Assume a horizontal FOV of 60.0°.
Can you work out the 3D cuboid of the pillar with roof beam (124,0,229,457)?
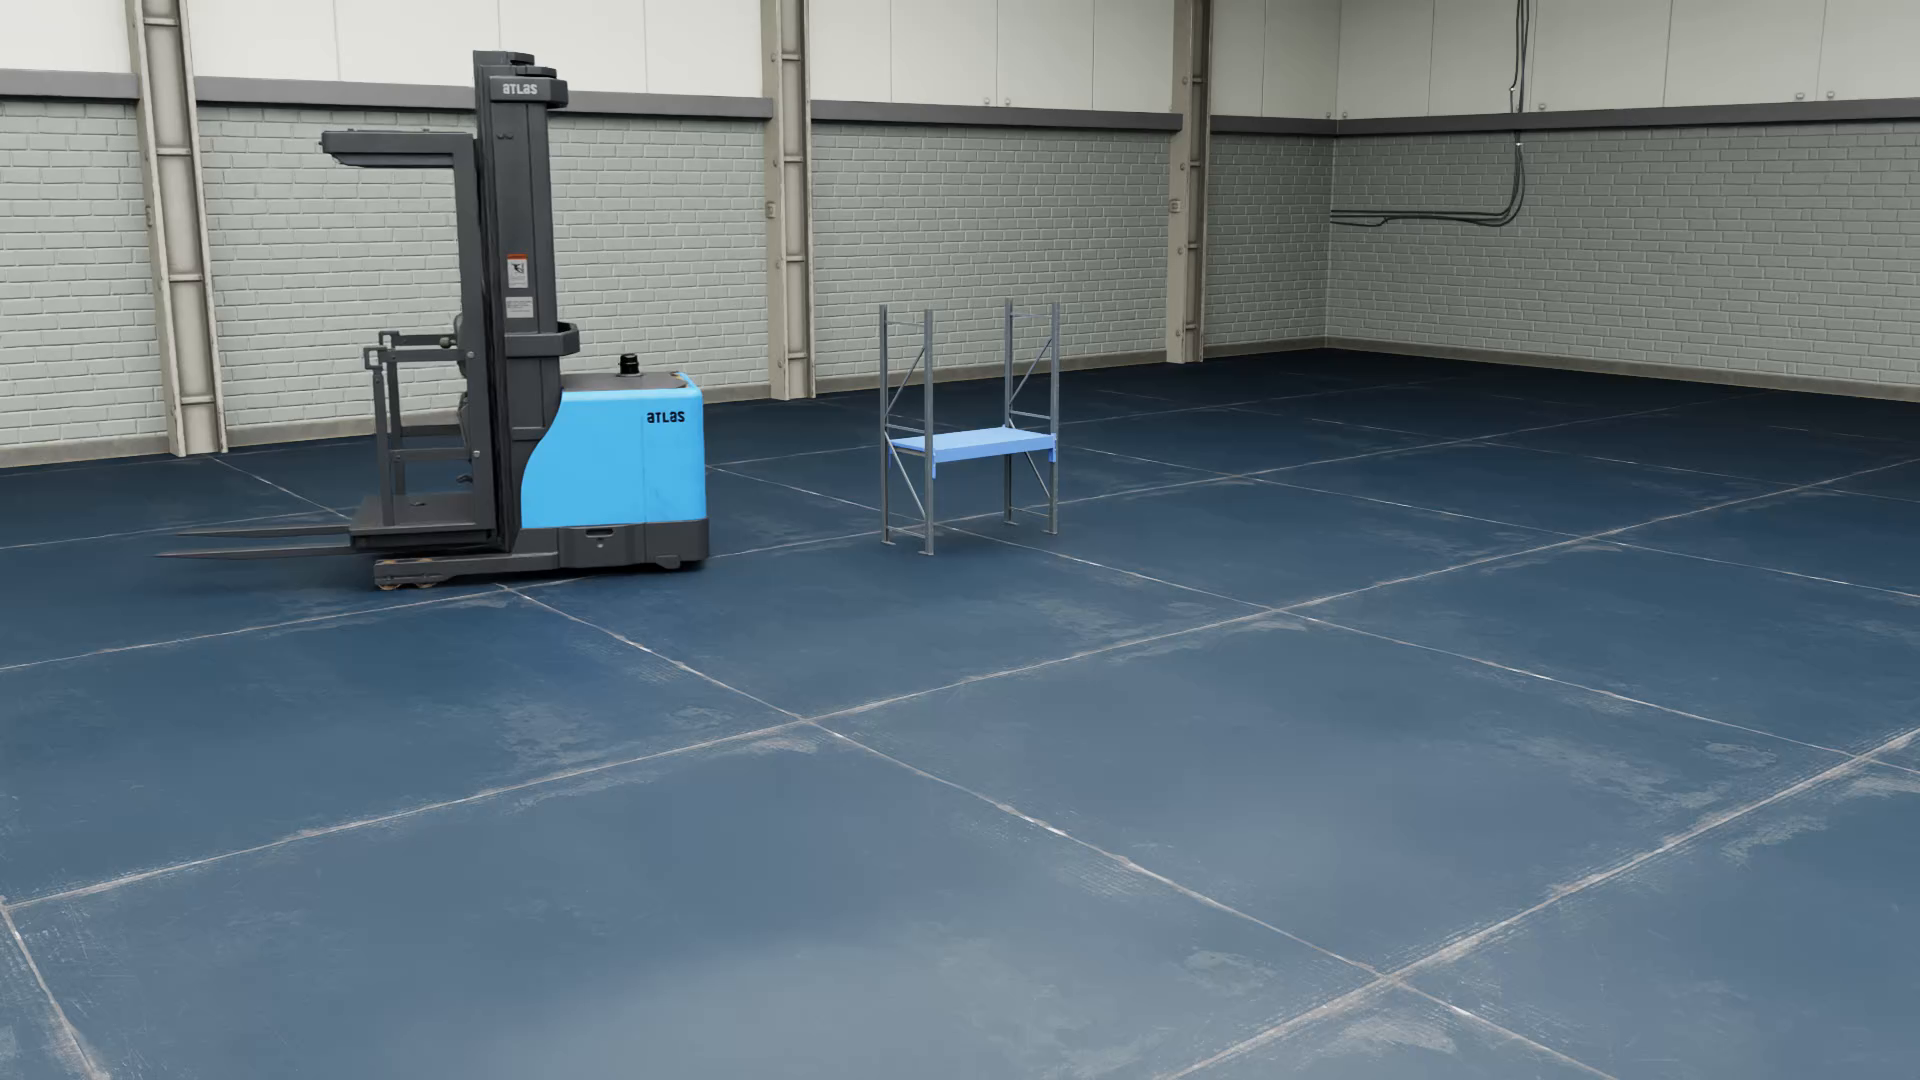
[{"bbox_3d":[-3.787,-4.452,9.929,0.400,9.000,9.100,-9,15,-38],"label":"pillar with roof beam"}]

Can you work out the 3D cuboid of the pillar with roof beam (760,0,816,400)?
[{"bbox_3d":[0.898,-5.230,13.595,0.400,9.000,9.100,-9,15,-38],"label":"pillar with roof beam"}]

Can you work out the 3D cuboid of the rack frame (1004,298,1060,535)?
[{"bbox_3d":[0.464,-0.811,10.836,0.032,1.500,0.500,-9,15,-38],"label":"rack frame"}]

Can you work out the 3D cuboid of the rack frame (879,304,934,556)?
[{"bbox_3d":[-0.330,-0.679,10.214,0.032,1.500,0.500,-9,15,-38],"label":"rack frame"}]

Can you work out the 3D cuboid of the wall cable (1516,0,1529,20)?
[{"bbox_3d":[7.710,-7.388,19.072,0.112,2.526,3.097,-9,15,-38],"label":"wall cable"}]

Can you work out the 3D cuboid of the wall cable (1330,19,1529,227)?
[{"bbox_3d":[6.020,-5.356,21.663,0.112,2.526,3.097,-9,15,-38],"label":"wall cable"}]

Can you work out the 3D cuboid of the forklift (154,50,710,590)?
[{"bbox_3d":[-3.052,-1.275,9.575,3.031,2.935,1.130,-3,12,-14],"label":"forklift"}]

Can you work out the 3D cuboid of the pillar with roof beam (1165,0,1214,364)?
[{"bbox_3d":[5.583,-6.009,17.262,0.400,9.000,9.100,-9,15,-38],"label":"pillar with roof beam"}]

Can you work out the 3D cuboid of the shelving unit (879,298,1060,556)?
[{"bbox_3d":[0.067,-0.745,10.525,1.048,1.500,0.538,-9,15,-38],"label":"shelving unit"}]

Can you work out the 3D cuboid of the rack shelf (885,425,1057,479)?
[{"bbox_3d":[0.067,-0.569,10.562,1.000,0.185,0.538,-9,15,-38],"label":"rack shelf"}]
